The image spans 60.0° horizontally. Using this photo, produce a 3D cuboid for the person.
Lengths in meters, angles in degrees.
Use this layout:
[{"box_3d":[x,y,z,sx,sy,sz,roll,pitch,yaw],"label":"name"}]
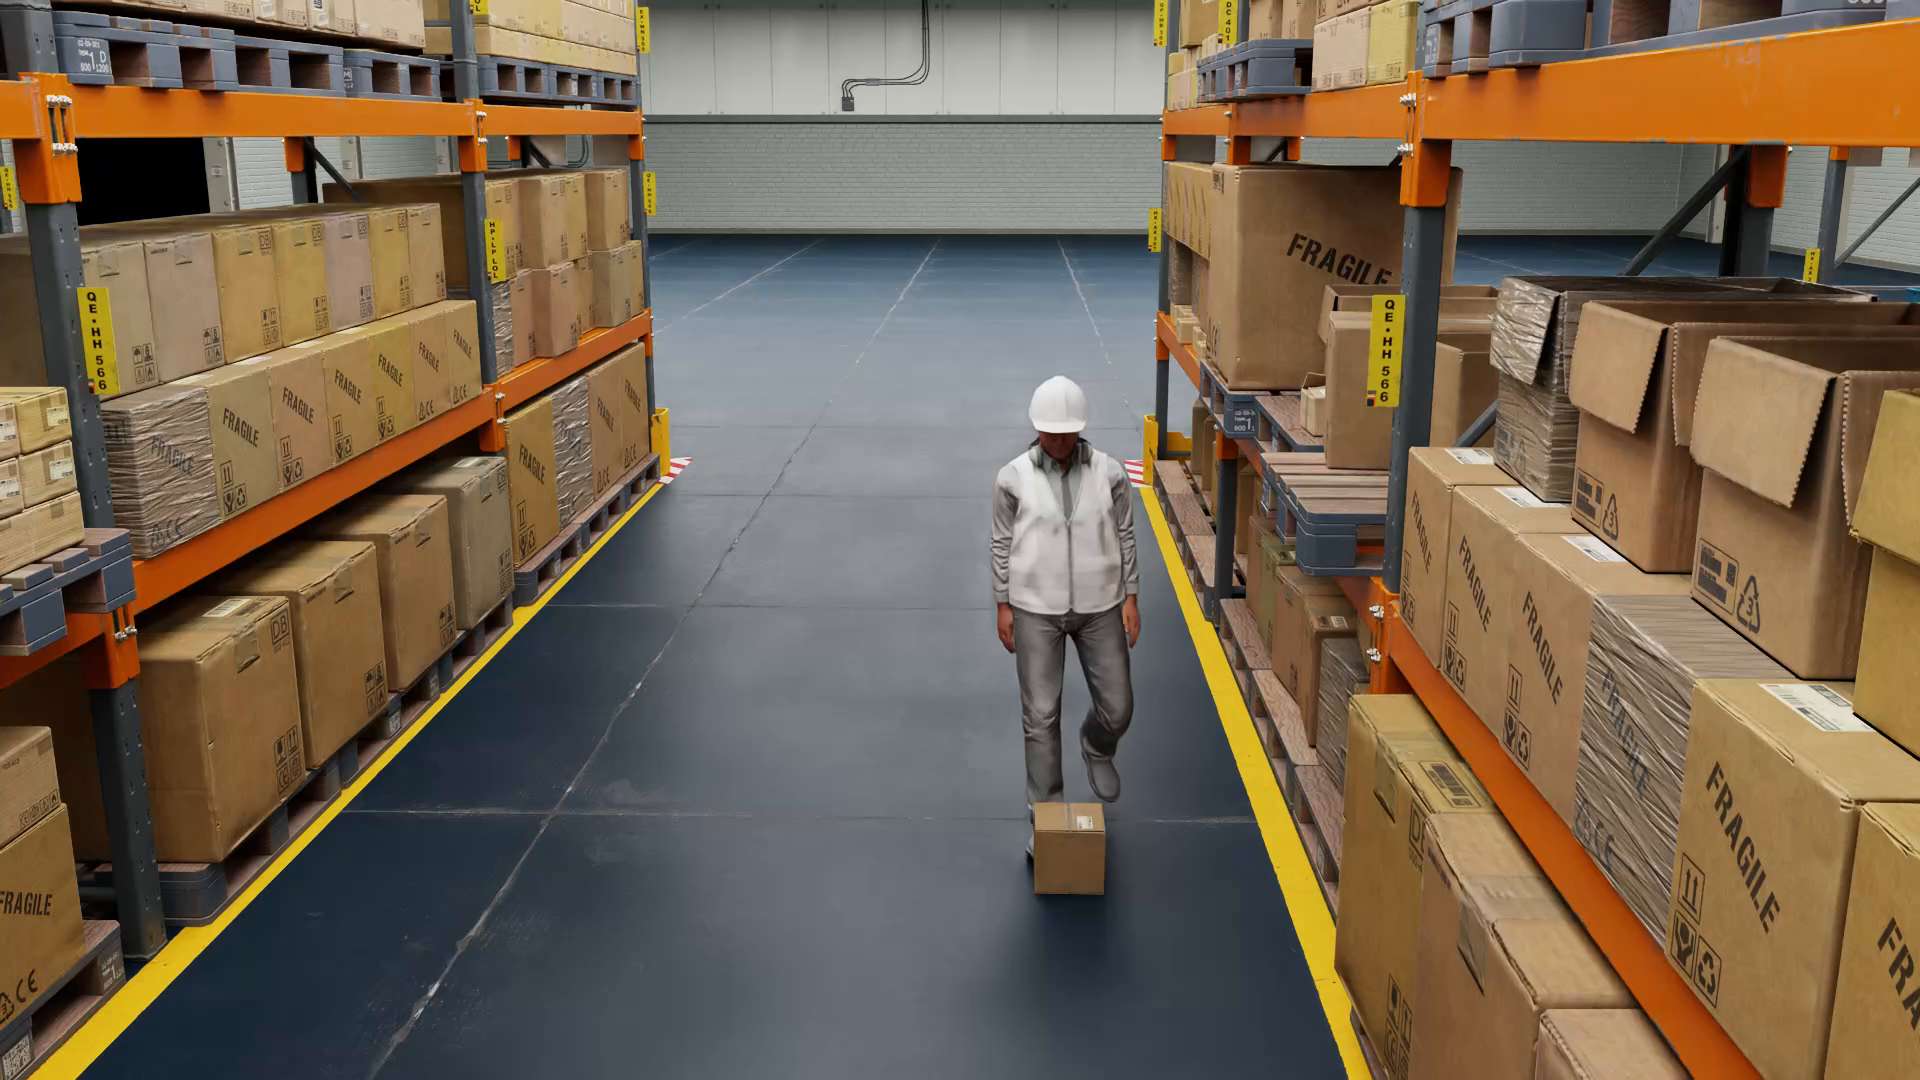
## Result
[{"box_3d":[0.406,0.288,6.324,0.550,1.815,0.515,1,14,2],"label":"person"}]
